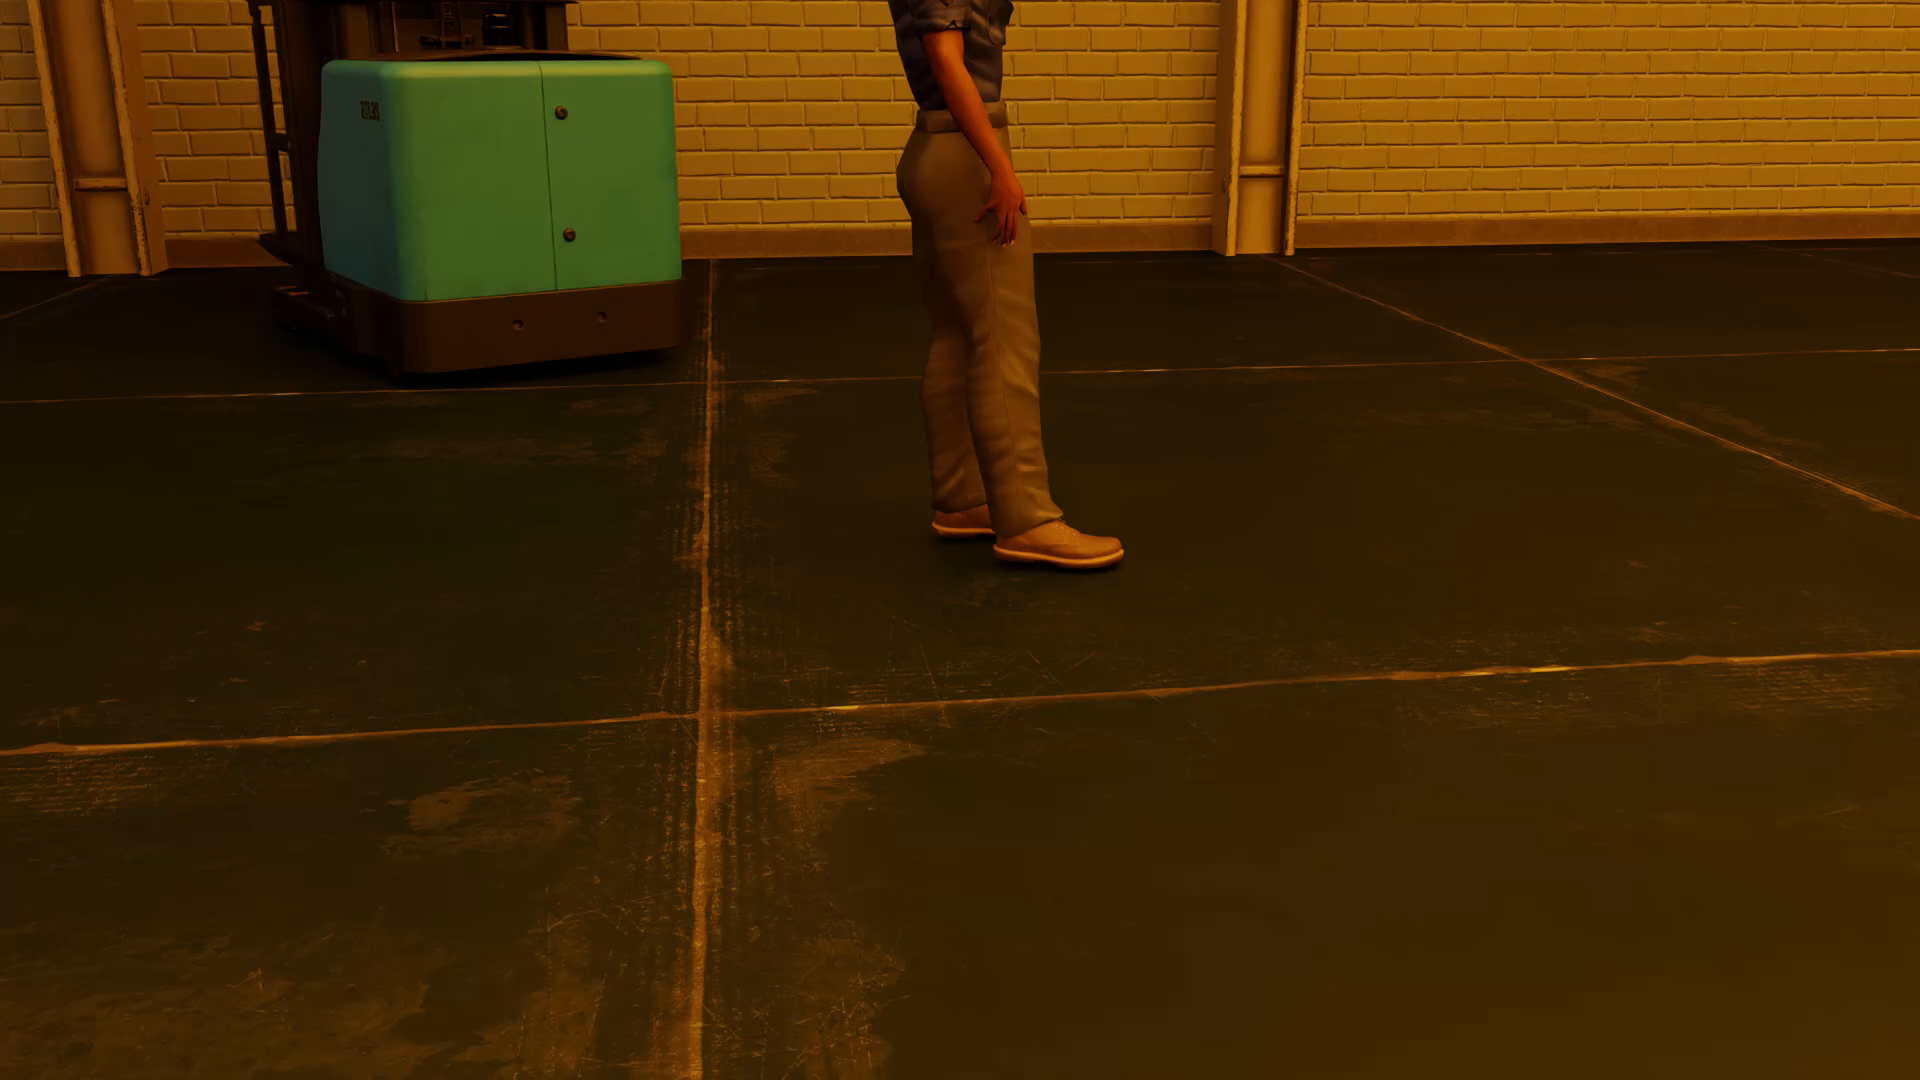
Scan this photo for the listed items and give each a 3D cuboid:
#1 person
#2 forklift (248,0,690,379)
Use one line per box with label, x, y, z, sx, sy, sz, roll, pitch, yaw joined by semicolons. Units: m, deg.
person;0.090;-0.797;3.719;0.503;1.656;0.570;-2;17;-8
forklift;-2.239;-2.325;6.601;1.130;2.935;3.031;-11;20;-33
